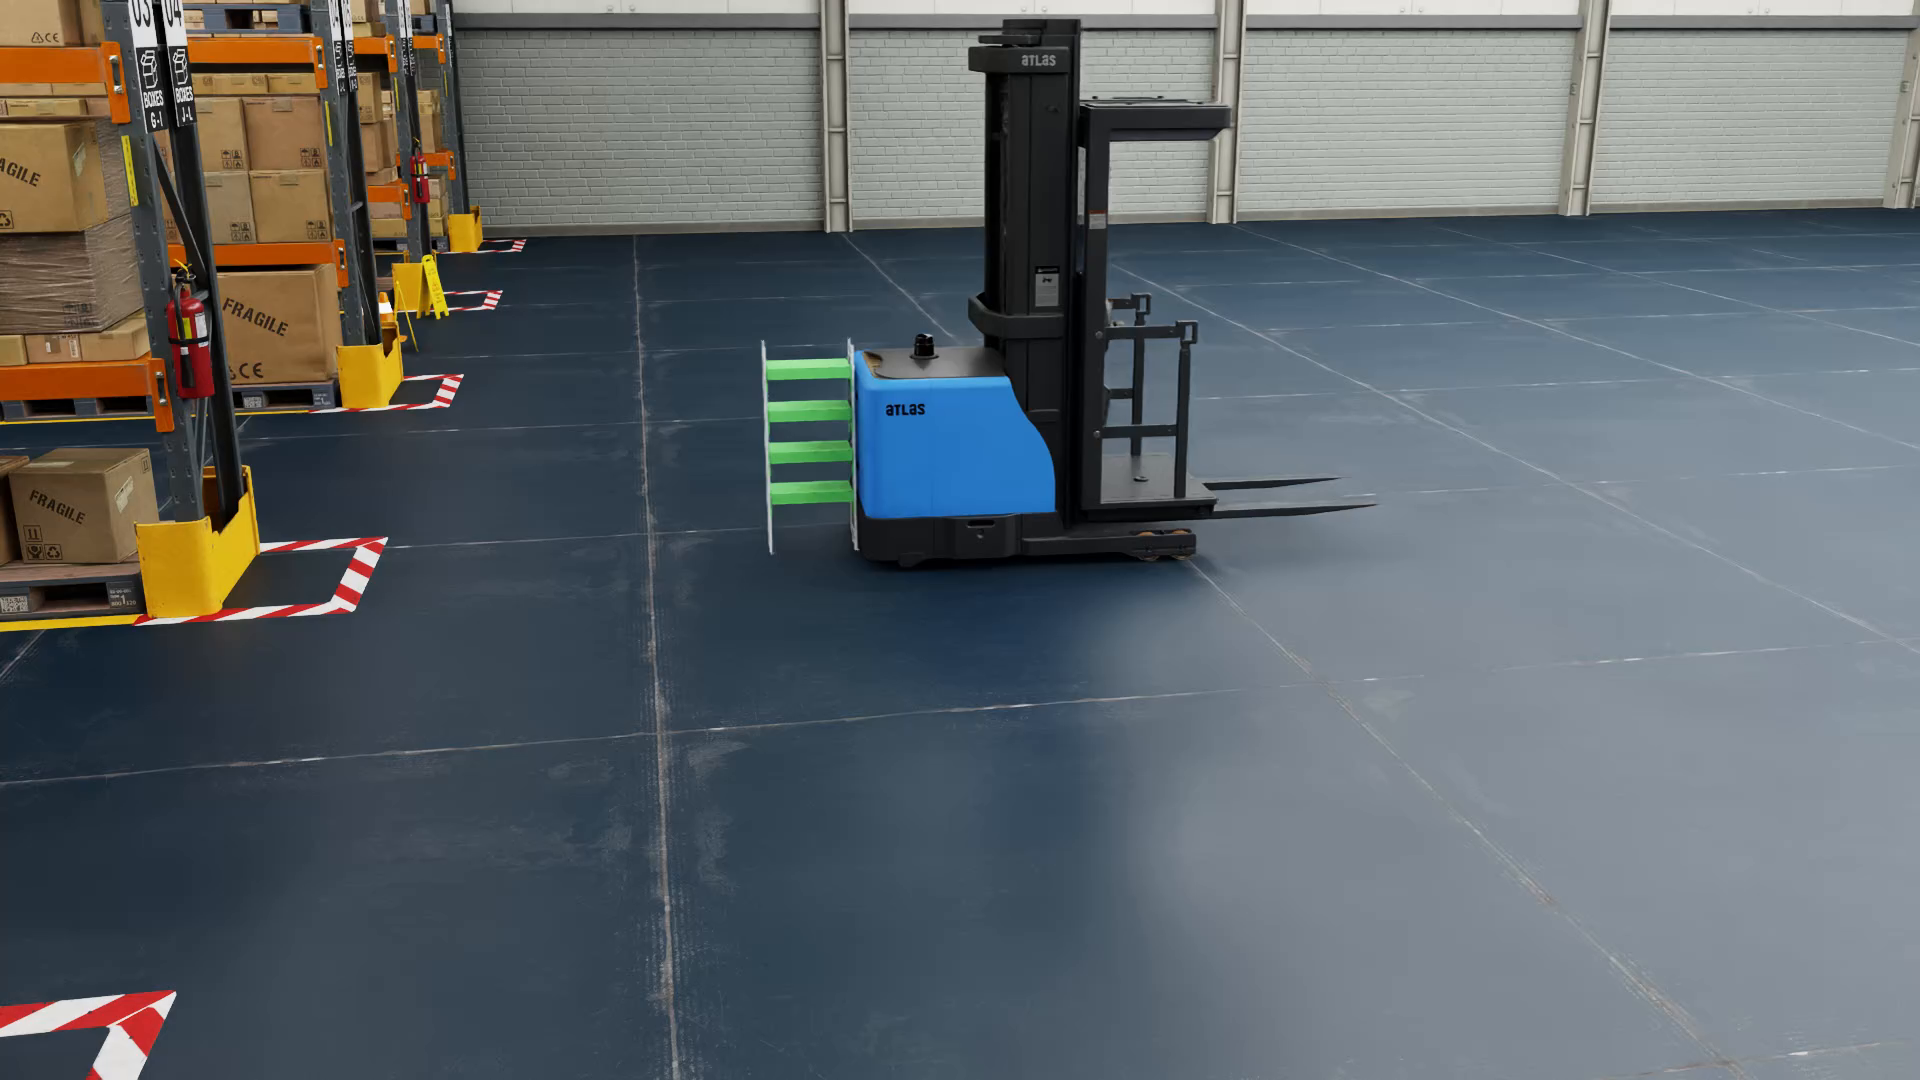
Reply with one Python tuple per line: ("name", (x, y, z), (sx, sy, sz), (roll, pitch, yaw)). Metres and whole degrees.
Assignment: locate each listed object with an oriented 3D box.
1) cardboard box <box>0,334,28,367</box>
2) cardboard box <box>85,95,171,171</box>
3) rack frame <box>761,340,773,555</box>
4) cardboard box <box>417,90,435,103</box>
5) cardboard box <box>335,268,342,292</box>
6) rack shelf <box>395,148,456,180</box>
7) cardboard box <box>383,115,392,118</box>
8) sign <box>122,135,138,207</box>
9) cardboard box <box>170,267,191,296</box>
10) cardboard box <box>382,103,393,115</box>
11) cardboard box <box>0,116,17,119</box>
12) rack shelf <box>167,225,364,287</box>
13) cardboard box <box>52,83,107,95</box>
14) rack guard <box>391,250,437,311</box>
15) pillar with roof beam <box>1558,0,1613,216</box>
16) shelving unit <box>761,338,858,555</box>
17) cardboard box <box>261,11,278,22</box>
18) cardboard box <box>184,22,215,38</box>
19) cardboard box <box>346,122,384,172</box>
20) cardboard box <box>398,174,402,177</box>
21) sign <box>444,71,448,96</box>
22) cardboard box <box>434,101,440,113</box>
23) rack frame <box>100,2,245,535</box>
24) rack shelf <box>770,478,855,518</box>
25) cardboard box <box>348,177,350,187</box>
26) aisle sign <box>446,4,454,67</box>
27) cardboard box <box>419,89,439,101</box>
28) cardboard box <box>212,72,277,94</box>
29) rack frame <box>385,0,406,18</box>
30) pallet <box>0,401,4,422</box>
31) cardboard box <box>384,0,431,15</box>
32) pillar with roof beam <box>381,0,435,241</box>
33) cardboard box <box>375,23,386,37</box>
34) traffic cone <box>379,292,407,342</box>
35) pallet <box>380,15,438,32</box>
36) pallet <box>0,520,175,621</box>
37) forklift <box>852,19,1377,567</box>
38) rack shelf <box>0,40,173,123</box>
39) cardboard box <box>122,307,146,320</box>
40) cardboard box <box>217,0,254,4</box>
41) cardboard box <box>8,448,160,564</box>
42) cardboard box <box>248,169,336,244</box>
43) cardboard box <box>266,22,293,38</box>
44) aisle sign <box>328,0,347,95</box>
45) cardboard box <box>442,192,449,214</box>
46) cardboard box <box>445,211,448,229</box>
("cardboard box", (-4.752, -0.973, 8.298), (0.250, 0.149, 0.380), (-3, 17, -10))
("cardboard box", (-6.342, -3.175, 12.946), (0.550, 0.550, 0.875), (-3, 17, -10))
("rack frame", (-1.100, -0.524, 9.475), (0.015, 1.200, 0.240), (-3, 17, -8))
("cardboard box", (-7.167, -5.918, 22.188), (0.250, 0.149, 0.380), (-3, 17, -10))
("cardboard box", (-6.676, -2.830, 17.884), (0.500, 0.250, 0.500), (-3, 17, -11))
("rack shelf", (-8.819, -5.043, 22.347), (4.000, 0.370, 1.077), (-3, 17, -10))
("cardboard box", (-7.800, -5.417, 22.168), (0.500, 0.500, 0.500), (-3, 17, -9))
("sign", (-3.945, -1.754, 7.904), (0.005, 0.325, 0.100), (-3, 17, -10))
("cardboard box", (-6.389, -1.725, 13.222), (0.875, 0.875, 0.875), (-4, 17, -11))
("cardboard box", (-7.654, -5.736, 22.104), (0.250, 0.149, 0.380), (-3, 17, -9))
("cardboard box", (-5.114, -1.901, 8.511), (0.500, 0.500, 0.500), (-3, 17, -10))
("rack shelf", (-6.836, -2.191, 13.061), (4.000, 0.370, 1.077), (-3, 17, -10))
("cardboard box", (-8.859, -4.497, 16.964), (0.500, 0.500, 0.700), (-3, 17, -10))
("rack guard", (-5.985, -2.868, 18.299), (0.348, 0.500, 1.175), (-3, 17, -10))
("pillar with roof beam", (10.780, -8.349, 21.666), (0.400, 9.000, 9.100), (-3, 17, -10))
("shelving unit", (-0.859, -0.535, 9.510), (0.503, 1.200, 0.258), (-3, 17, -8))
("cardboard box", (-6.858, -5.442, 17.061), (0.500, 0.250, 0.500), (-3, 17, -11))
("cardboard box", (-7.707, -5.182, 16.895), (0.250, 0.149, 0.380), (-3, 17, -11))
("cardboard box", (-6.391, -4.148, 17.530), (0.500, 0.500, 0.500), (-4, 17, -11))
("cardboard box", (-7.853, -4.861, 22.796), (0.500, 0.250, 0.500), (-3, 17, -10))
("sign", (-6.766, -6.008, 21.887), (0.005, 0.325, 0.100), (-3, 17, -10))
("cardboard box", (-7.238, -5.912, 22.676), (0.250, 0.149, 0.380), (-4, 17, -12))
("rack frame", (-4.030, -1.211, 8.645), (0.127, 3.000, 1.000), (-3, 17, -10))
("rack shelf", (-0.859, -0.244, 9.599), (0.480, 0.148, 0.258), (-3, 17, -8))
("cardboard box", (-6.464, -3.819, 17.564), (0.250, 0.149, 0.380), (-3, 17, -11))
("aisle sign", (-6.735, -6.660, 21.958), (0.004, 0.787, 0.394), (-3, 17, -10))
("cardboard box", (-7.226, -6.041, 22.590), (0.250, 0.149, 0.380), (-4, 17, -12))
("cardboard box", (-7.350, -4.560, 17.169), (0.500, 0.500, 0.700), (-3, 17, -11))
("rack frame", (-5.910, -6.935, 17.065), (0.127, 3.000, 1.000), (-3, 17, -10))
("pallet", (-8.038, -1.110, 13.067), (1.213, 0.211, 1.003), (-3, 17, -10))
("cardboard box", (-7.244, -7.134, 21.763), (0.500, 0.500, 0.500), (-3, 17, -9))
("pillar with roof beam", (-6.893, -7.346, 18.402), (0.400, 9.000, 9.100), (-3, 17, -10))
("cardboard box", (-6.297, -5.456, 17.787), (0.250, 0.149, 0.380), (-3, 17, -10))
("traffic cone", (-5.543, -2.158, 16.049), (0.334, 0.463, 0.336), (-3, 17, -10))
("pallet", (-7.555, -6.858, 22.073), (1.213, 0.211, 1.003), (-3, 17, -10))
("pallet", (-4.909, 0.162, 8.926), (1.213, 0.211, 1.003), (-3, 17, -10))
("forklift", (0.901, -1.429, 9.473), (3.031, 2.935, 1.130), (-3, 17, -8))
("rack shelf", (-5.994, -2.189, 7.947), (4.000, 0.370, 1.077), (-3, 17, -10))
("cardboard box", (-4.355, -1.143, 8.854), (0.250, 0.149, 0.380), (-3, 17, -10))
("cardboard box", (-5.382, -4.078, 12.415), (0.250, 0.149, 0.380), (-3, 17, -10))
("cardboard box", (-4.646, -0.187, 8.852), (0.500, 0.500, 0.500), (0, 17, 0))
("cardboard box", (-5.228, -2.684, 13.186), (0.550, 0.550, 0.875), (-3, 17, -10))
("cardboard box", (-6.974, -5.258, 17.140), (0.250, 0.149, 0.380), (-3, 17, -10))
("aisle sign", (-4.745, -3.806, 12.668), (0.004, 0.787, 0.394), (-3, 17, -10))
("cardboard box", (-7.356, -4.657, 22.982), (0.500, 0.250, 0.500), (-3, 17, -9))
("cardboard box", (-7.375, -4.414, 23.040), (0.500, 0.250, 0.500), (-3, 17, -10))
